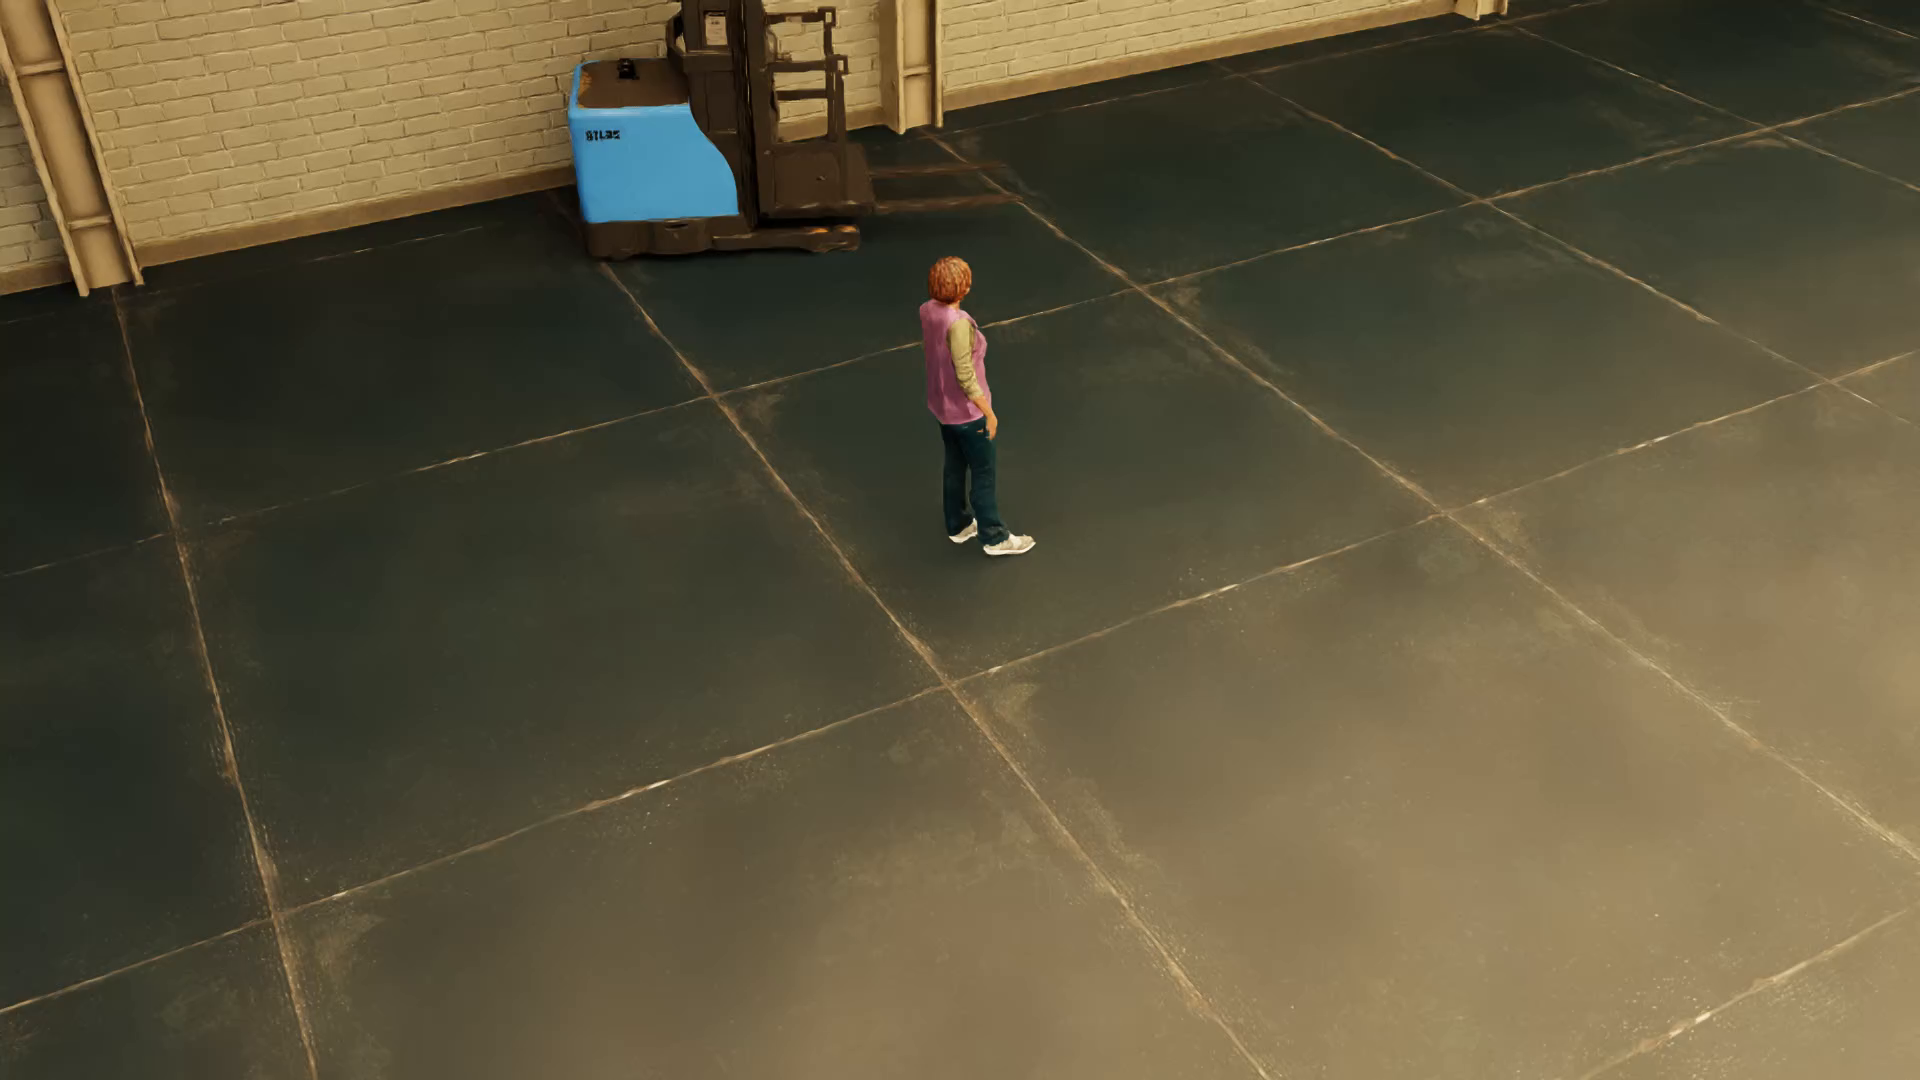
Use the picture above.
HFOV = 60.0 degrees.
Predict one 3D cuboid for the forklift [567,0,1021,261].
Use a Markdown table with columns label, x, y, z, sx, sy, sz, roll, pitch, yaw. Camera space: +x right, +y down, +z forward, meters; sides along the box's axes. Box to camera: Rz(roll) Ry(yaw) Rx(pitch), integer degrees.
| label | x | y | z | sx | sy | sz | roll | pitch | yaw |
| --- | --- | --- | --- | --- | --- | --- | --- | --- | --- |
| forklift | -1.118 | -3.474 | 11.037 | 3.031 | 2.935 | 1.130 | -5 | 36 | -7 |

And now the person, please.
| label | x | y | z | sx | sy | sz | roll | pitch | yaw |
| --- | --- | --- | --- | --- | --- | --- | --- | --- | --- |
| person | 0.072 | -0.671 | 8.216 | 0.474 | 1.597 | 0.520 | -17 | 39 | -23 |
